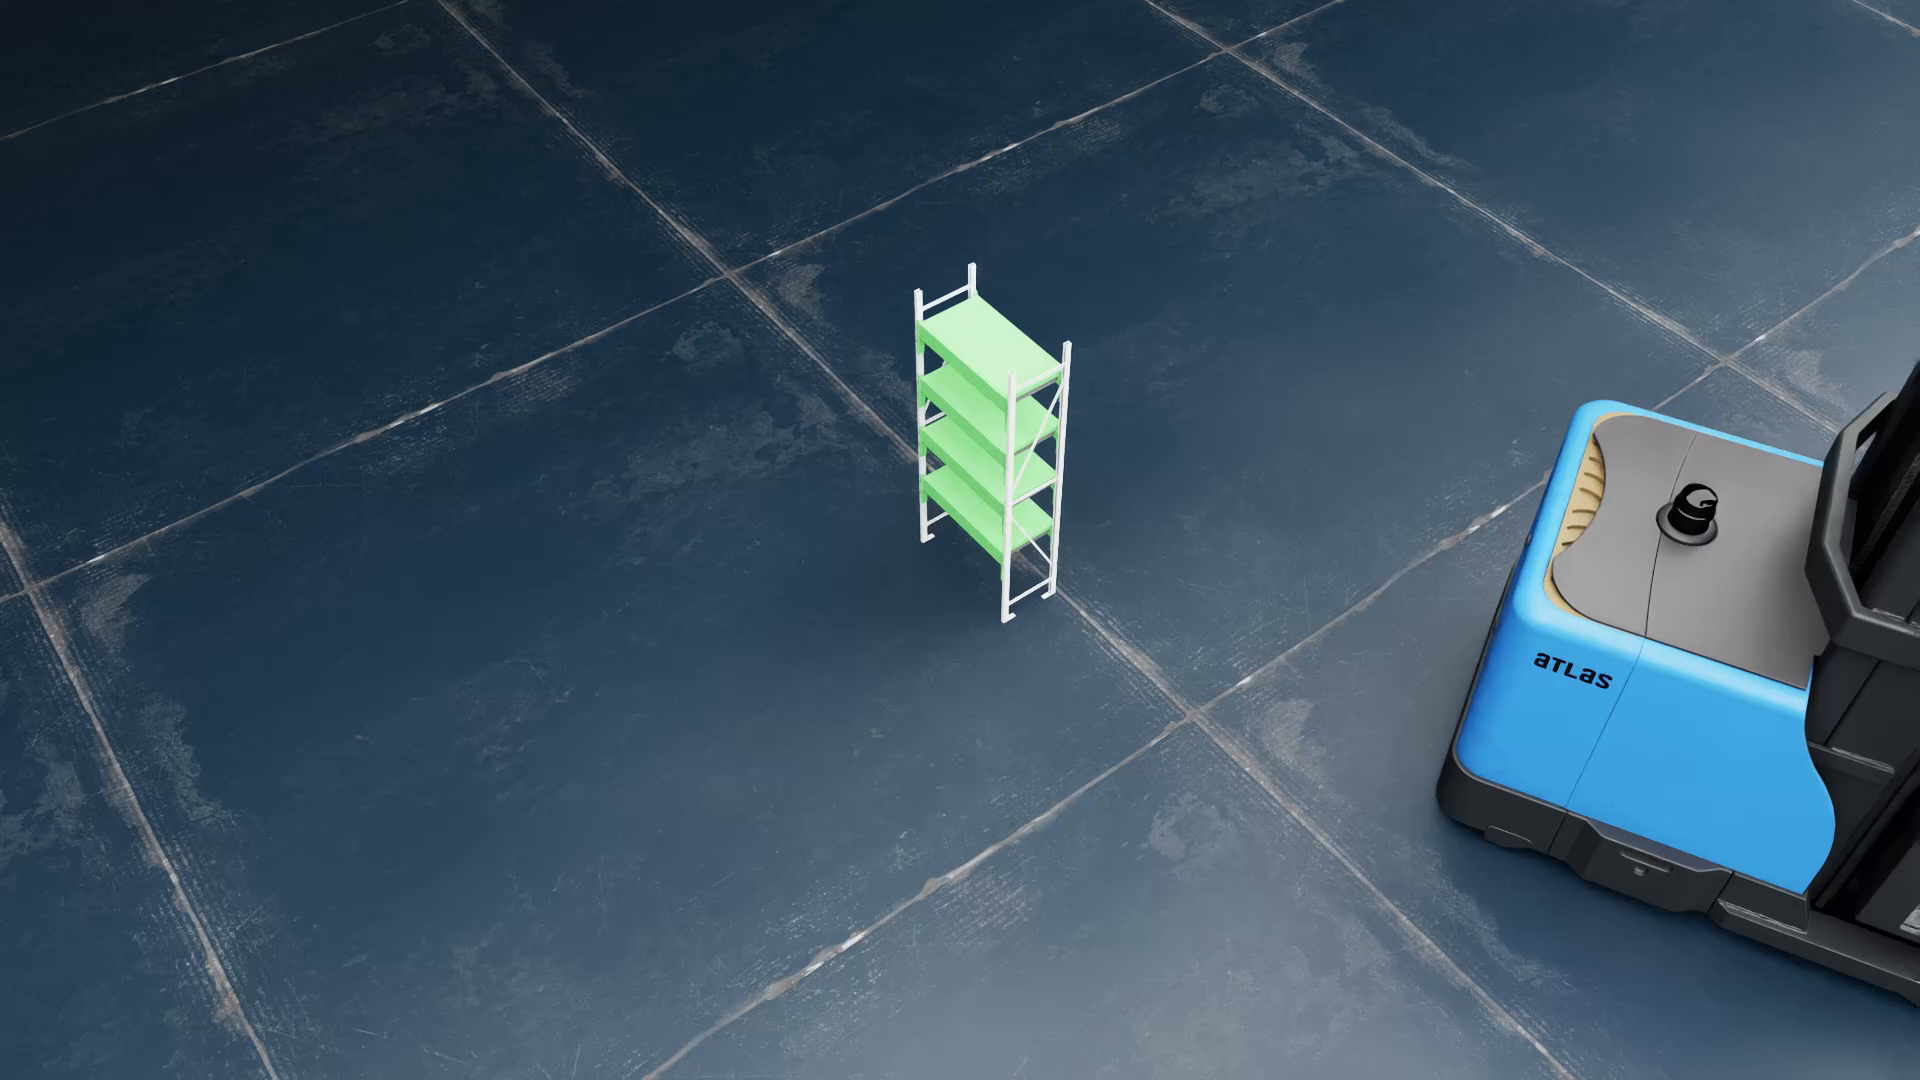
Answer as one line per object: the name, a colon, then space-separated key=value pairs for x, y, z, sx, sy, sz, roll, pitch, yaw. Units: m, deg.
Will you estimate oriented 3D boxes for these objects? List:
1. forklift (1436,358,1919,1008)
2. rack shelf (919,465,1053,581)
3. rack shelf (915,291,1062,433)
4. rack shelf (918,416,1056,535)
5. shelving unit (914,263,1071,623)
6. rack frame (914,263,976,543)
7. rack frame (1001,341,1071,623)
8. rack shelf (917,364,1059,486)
forklift: x=3.103 y=0.070 z=4.208 sx=3.031 sy=2.935 sz=1.130 roll=20 pitch=51 yaw=17
rack shelf: x=0.100 y=-0.101 z=5.942 sx=0.258 sy=0.148 sz=0.480 roll=-29 pitch=54 yaw=-24
rack shelf: x=0.100 y=-0.585 z=5.409 sx=0.258 sy=0.148 sz=0.480 roll=-29 pitch=54 yaw=-24
rack shelf: x=0.100 y=-0.262 z=5.764 sx=0.258 sy=0.148 sz=0.480 roll=-29 pitch=54 yaw=-24
shelving unit: x=0.100 y=-0.305 z=5.717 sx=0.258 sy=1.200 sz=0.503 roll=-29 pitch=54 yaw=-24
rack frame: x=-0.048 y=-0.449 z=5.847 sx=0.240 sy=1.200 sz=0.015 roll=-29 pitch=54 yaw=-24
rack frame: x=0.248 y=-0.162 z=5.587 sx=0.240 sy=1.200 sz=0.015 roll=-29 pitch=54 yaw=-24
rack shelf: x=0.100 y=-0.424 z=5.587 sx=0.258 sy=0.148 sz=0.480 roll=-29 pitch=54 yaw=-24
